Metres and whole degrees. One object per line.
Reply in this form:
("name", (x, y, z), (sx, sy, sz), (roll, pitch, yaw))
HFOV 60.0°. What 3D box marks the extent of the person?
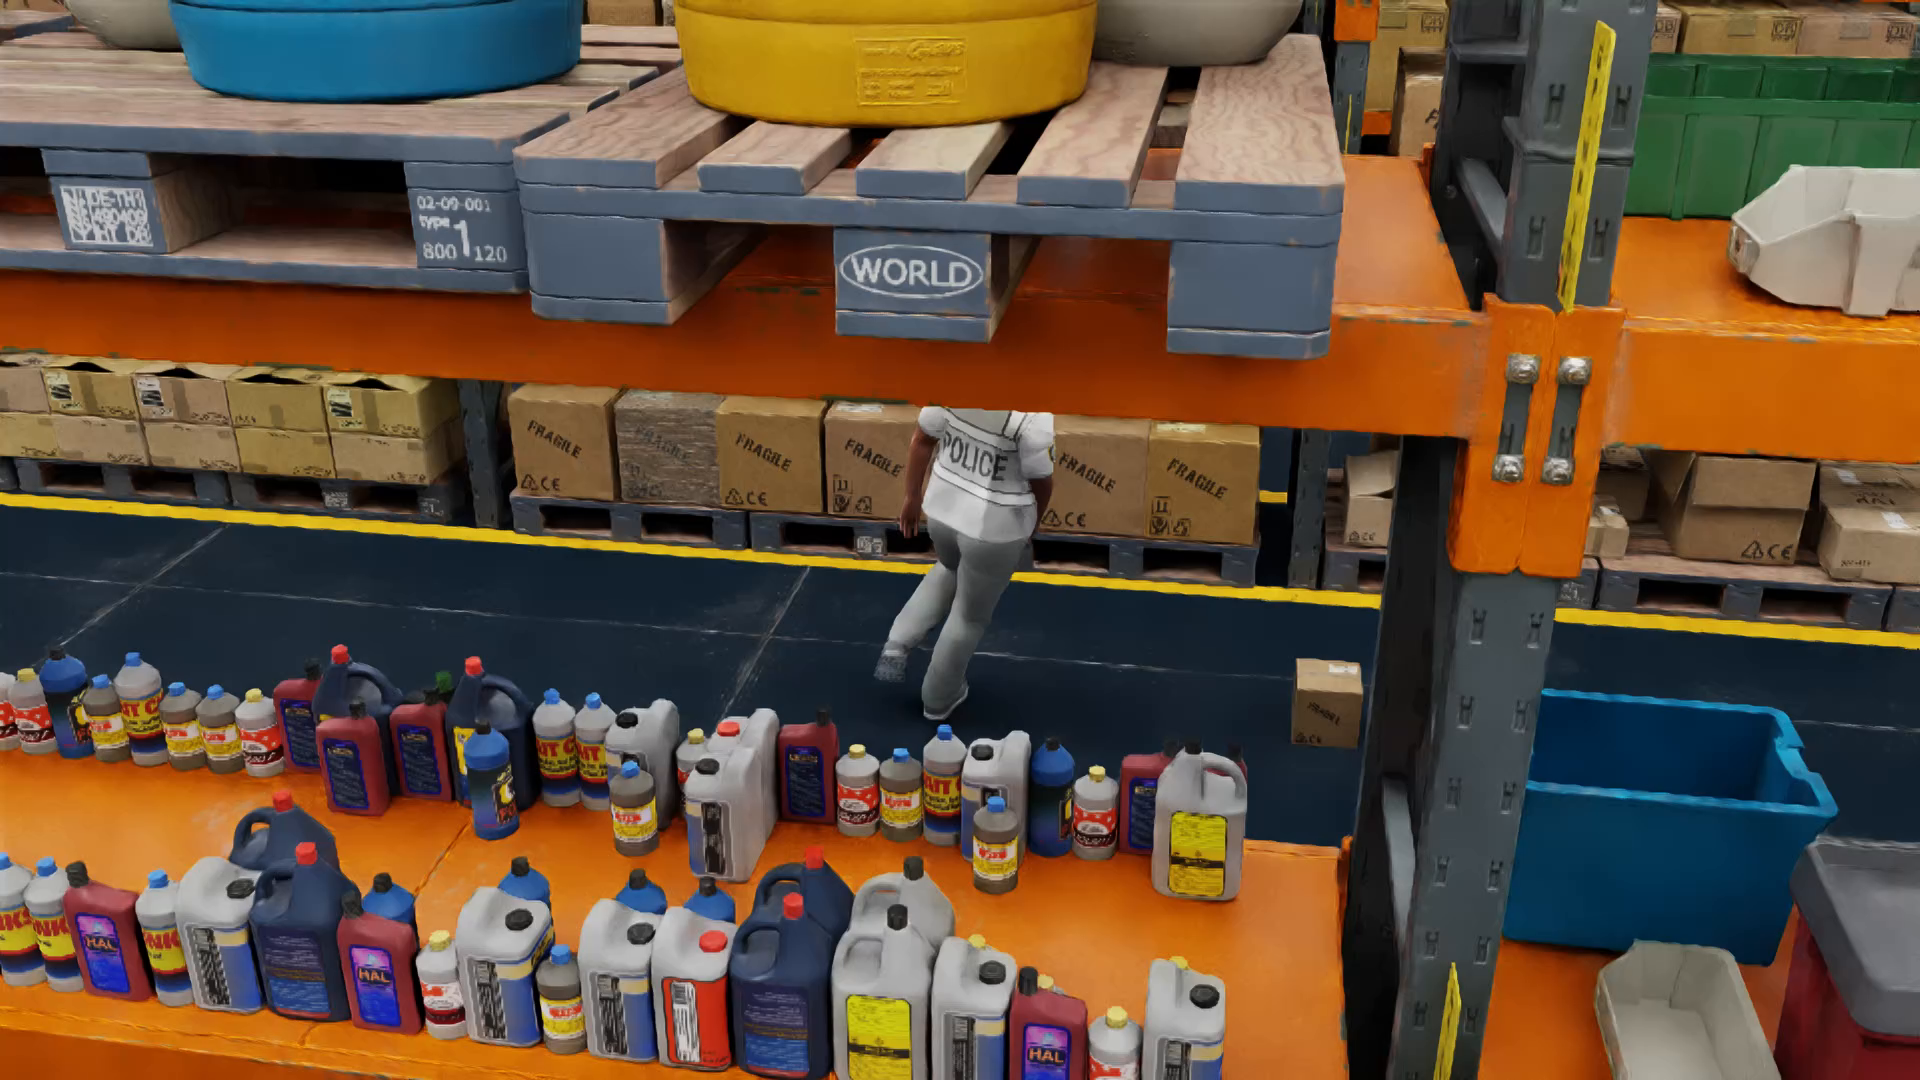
("person", (0.043, -0.095, 6.307), (0.752, 1.709, 0.502), (17, 30, 32))
